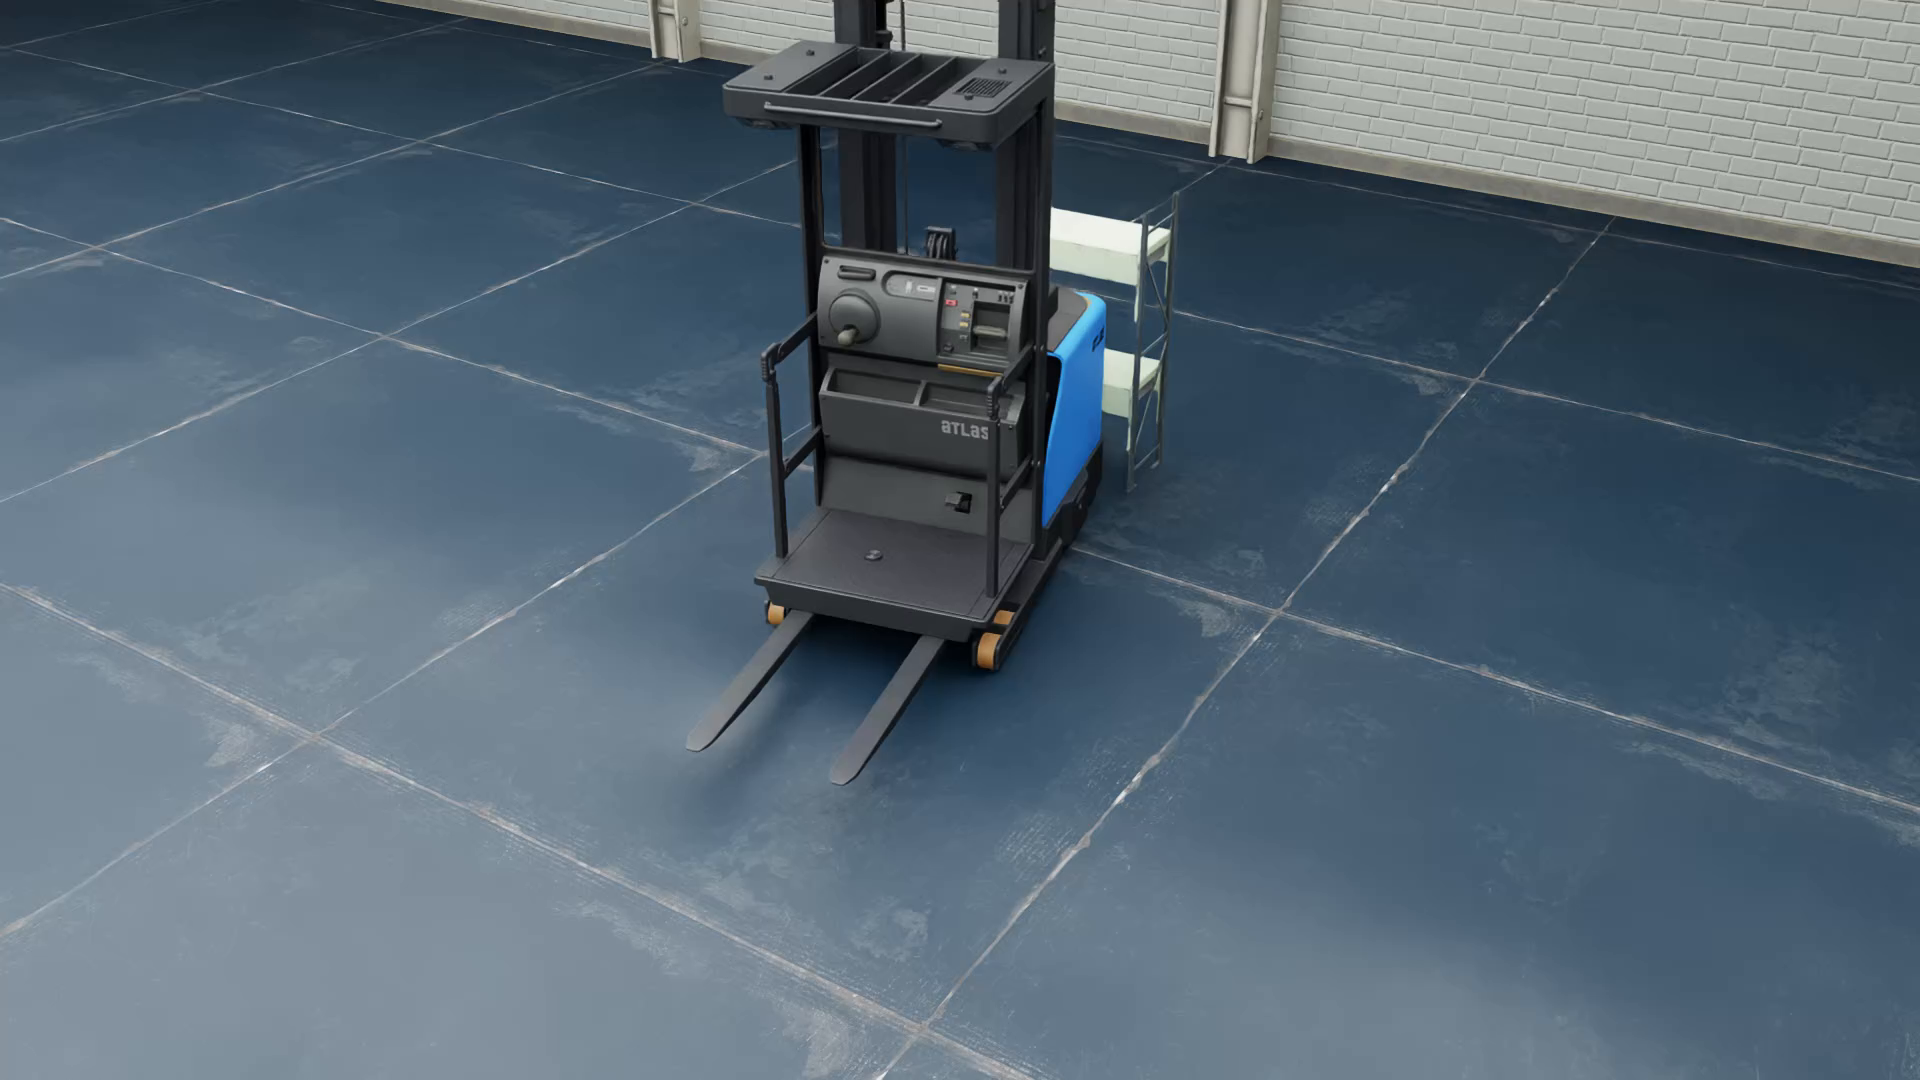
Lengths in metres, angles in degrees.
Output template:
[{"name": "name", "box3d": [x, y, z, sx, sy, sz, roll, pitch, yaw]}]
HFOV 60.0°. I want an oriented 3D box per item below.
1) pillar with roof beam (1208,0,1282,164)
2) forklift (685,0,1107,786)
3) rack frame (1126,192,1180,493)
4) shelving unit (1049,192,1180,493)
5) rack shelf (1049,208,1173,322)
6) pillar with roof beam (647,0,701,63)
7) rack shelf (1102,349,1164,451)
[{"name": "pillar with roof beam", "box3d": [0.000, -5.218, 8.264, 0.400, 9.000, 9.100, 18, 35, 27]}, {"name": "forklift", "box3d": [-0.239, -0.930, 6.935, 1.130, 2.935, 3.031, 10, 32, 17]}, {"name": "rack frame", "box3d": [0.978, -0.985, 8.449, 0.023, 1.500, 0.400, 16, 34, 26]}, {"name": "shelving unit", "box3d": [0.661, -1.077, 8.607, 0.755, 1.500, 0.431, 16, 34, 26]}, {"name": "rack shelf", "box3d": [0.661, -1.414, 8.411, 0.720, 0.370, 0.431, 16, 34, 26]}, {"name": "pillar with roof beam", "box3d": [-5.082, -6.825, 11.019, 0.400, 9.000, 9.100, 18, 35, 27]}, {"name": "rack shelf", "box3d": [0.661, -0.795, 8.772, 0.720, 0.370, 0.431, 16, 34, 26]}]
